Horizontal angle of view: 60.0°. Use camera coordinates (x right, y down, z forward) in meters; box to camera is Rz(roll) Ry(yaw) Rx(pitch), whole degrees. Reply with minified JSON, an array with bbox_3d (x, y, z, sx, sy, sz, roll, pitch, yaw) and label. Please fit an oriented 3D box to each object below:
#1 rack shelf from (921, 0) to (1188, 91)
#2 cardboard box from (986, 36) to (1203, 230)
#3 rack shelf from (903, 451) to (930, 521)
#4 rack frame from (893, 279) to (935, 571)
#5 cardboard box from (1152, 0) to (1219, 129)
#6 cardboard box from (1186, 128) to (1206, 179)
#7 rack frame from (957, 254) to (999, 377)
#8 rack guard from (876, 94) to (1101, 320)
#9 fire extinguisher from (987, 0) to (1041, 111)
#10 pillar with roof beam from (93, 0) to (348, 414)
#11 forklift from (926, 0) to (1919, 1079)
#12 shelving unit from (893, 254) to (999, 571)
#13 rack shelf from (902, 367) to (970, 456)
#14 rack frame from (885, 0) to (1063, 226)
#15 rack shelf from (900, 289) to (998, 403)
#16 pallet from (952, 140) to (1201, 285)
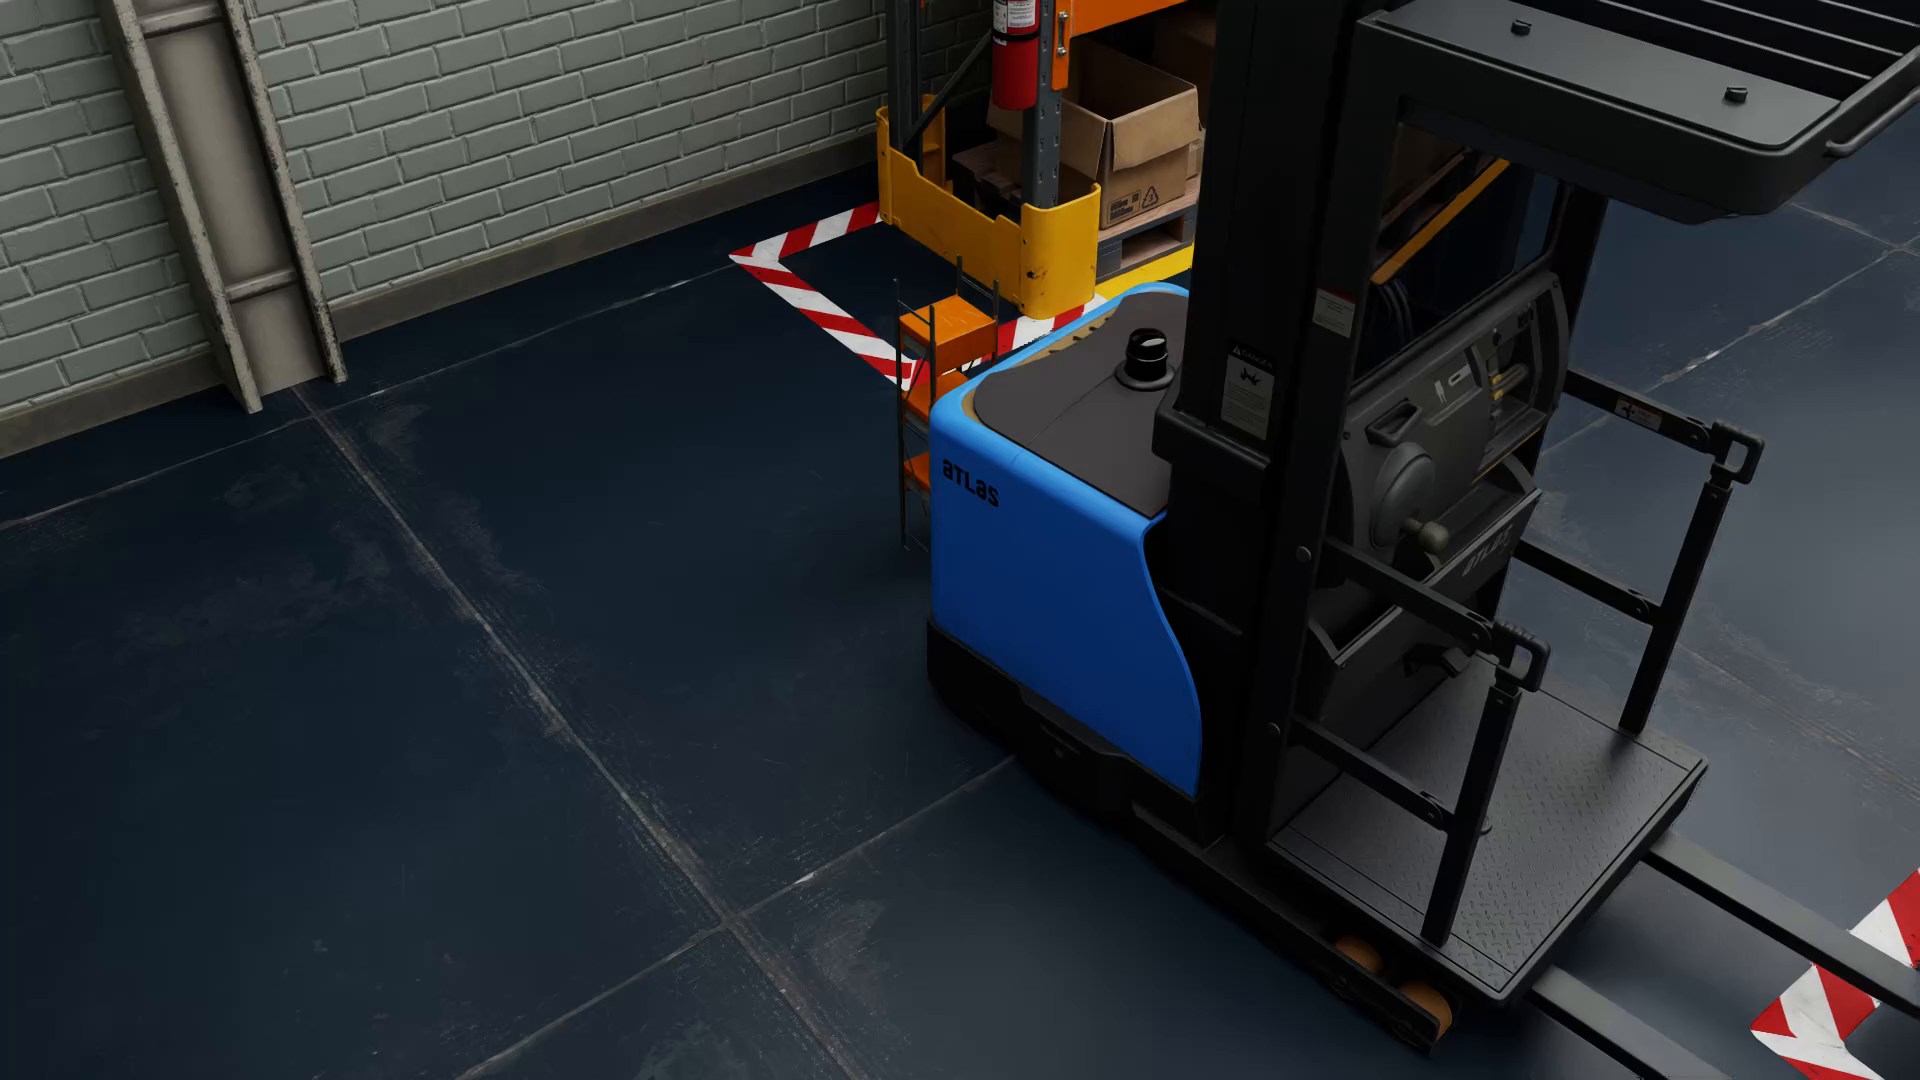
[{"bbox_3d":[1.626,-2.876,7.458,4.000,0.370,1.077,-26,46,-28],"label":"rack shelf"},{"bbox_3d":[0.583,-1.767,7.176,0.637,0.503,0.797,-28,47,-30],"label":"cardboard box"},{"bbox_3d":[-0.042,-0.162,5.575,0.240,0.259,0.215,-26,46,-28],"label":"rack shelf"},{"bbox_3d":[-0.139,-0.338,5.334,0.008,1.050,0.200,-26,46,-28],"label":"rack frame"},{"bbox_3d":[1.284,-2.076,7.556,0.500,0.500,0.700,-24,45,-26],"label":"cardboard box"},{"bbox_3d":[0.944,-1.774,7.465,0.250,0.149,0.380,-28,47,-30],"label":"cardboard box"},{"bbox_3d":[0.054,-0.432,5.449,0.008,1.050,0.200,-26,46,-28],"label":"rack frame"},{"bbox_3d":[0.101,-1.444,7.116,0.348,0.500,1.175,-26,46,-28],"label":"rack guard"},{"bbox_3d":[0.205,-1.918,6.077,0.183,0.674,0.296,-26,46,-28],"label":"fire extinguisher"},{"bbox_3d":[-0.024,-1.947,1.028,0.400,9.000,9.100,-26,46,-28],"label":"pillar with roof beam"},{"bbox_3d":[1.301,-0.235,3.726,3.031,2.935,1.130,32,49,33],"label":"forklift"},{"bbox_3d":[-0.042,-0.385,5.392,0.252,1.050,0.215,-26,46,-28],"label":"shelving unit"},{"bbox_3d":[-0.042,-0.377,5.399,0.240,0.259,0.215,-26,46,-28],"label":"rack shelf"},{"bbox_3d":[0.040,-2.381,6.287,0.127,3.000,1.000,-26,46,-28],"label":"rack frame"},{"bbox_3d":[-0.042,-0.596,5.219,0.240,0.259,0.215,-26,46,-28],"label":"rack shelf"},{"bbox_3d":[0.732,-1.641,7.584,1.213,0.211,1.003,-26,46,-28],"label":"pallet"}]
